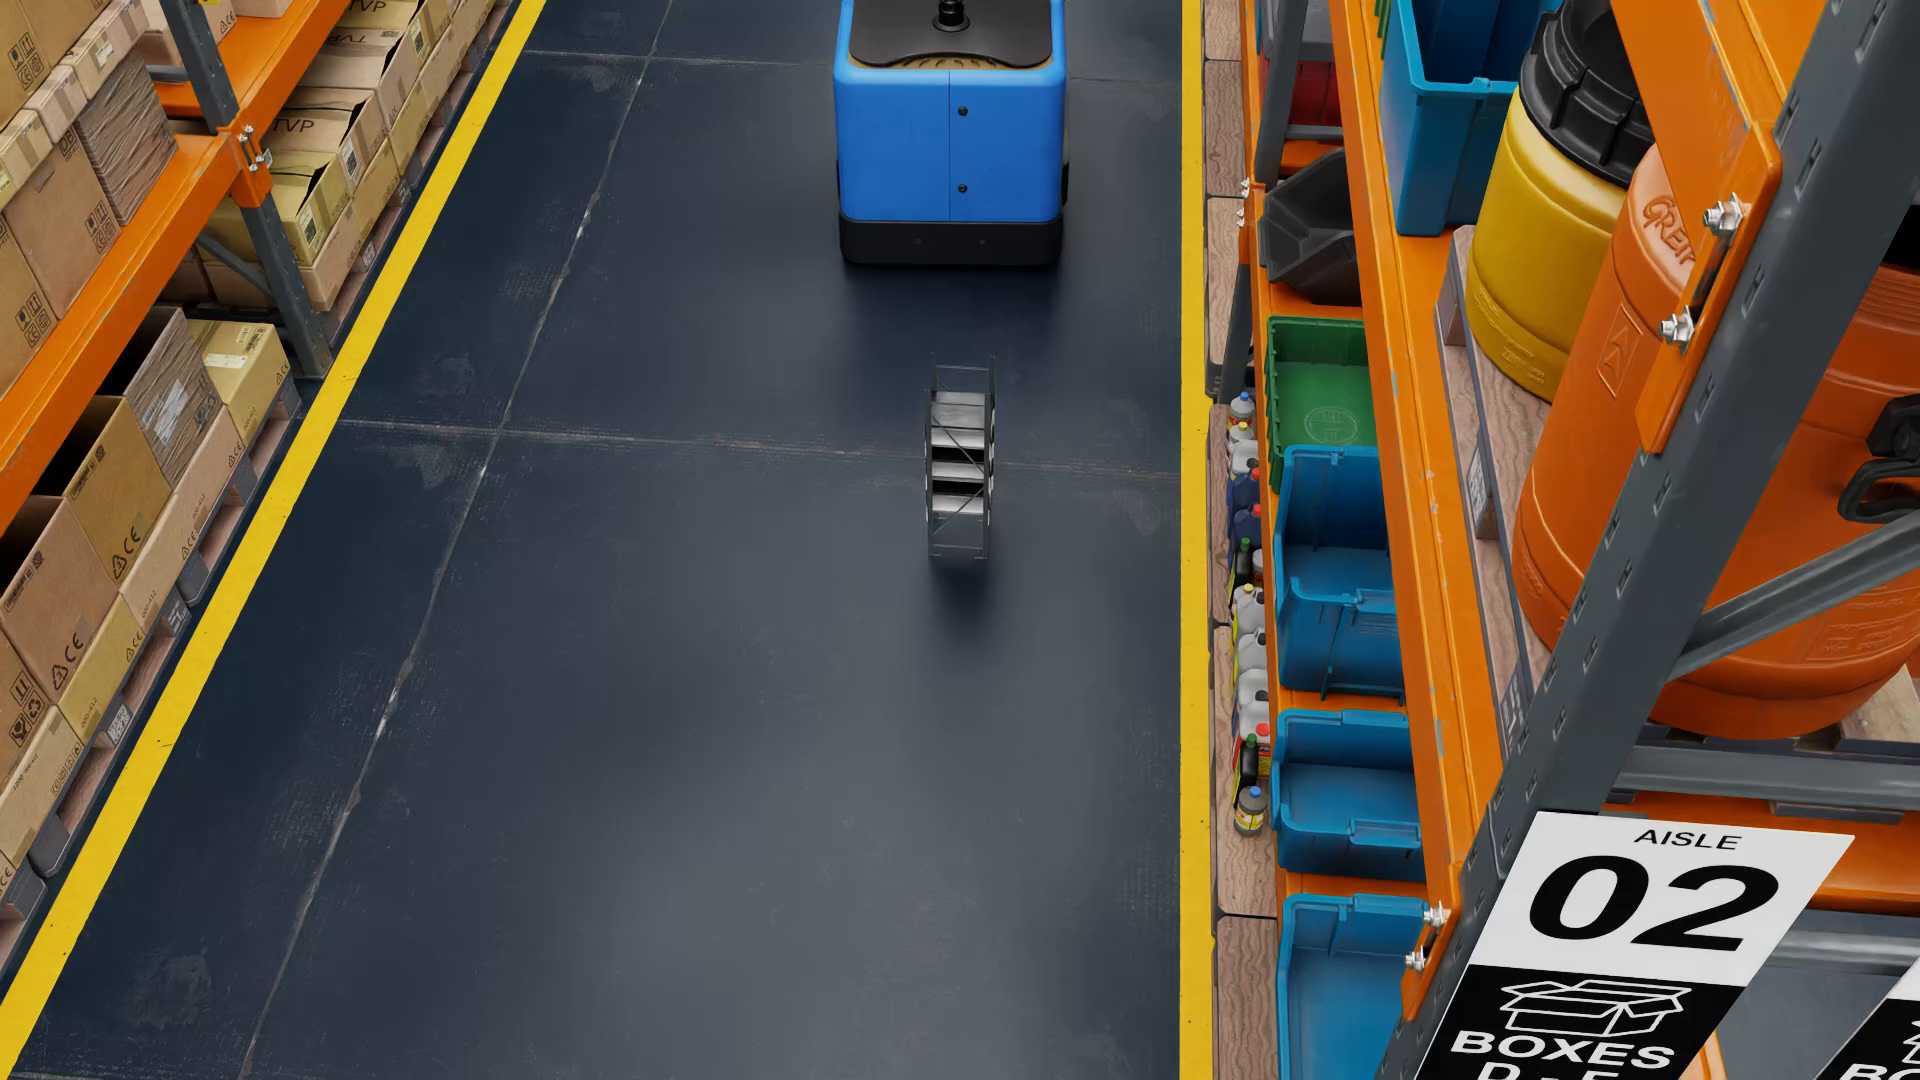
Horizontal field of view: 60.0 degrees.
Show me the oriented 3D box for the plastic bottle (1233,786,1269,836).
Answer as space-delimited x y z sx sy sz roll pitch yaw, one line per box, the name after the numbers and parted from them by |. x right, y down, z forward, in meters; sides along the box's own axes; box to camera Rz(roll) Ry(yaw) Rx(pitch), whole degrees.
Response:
0.969 0.889 5.528 0.097 0.201 0.097 0 48 0 | plastic bottle

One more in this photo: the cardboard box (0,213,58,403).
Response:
-3.455 -0.754 5.365 0.700 0.500 0.500 5 48 4 | cardboard box

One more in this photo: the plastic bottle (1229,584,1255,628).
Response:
1.050 0.239 6.122 0.097 0.201 0.097 0 48 0 | plastic bottle

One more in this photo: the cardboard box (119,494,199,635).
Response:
-3.240 0.074 6.254 0.500 0.250 0.500 4 48 4 | cardboard box

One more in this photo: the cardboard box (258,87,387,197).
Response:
-2.993 -1.860 7.643 0.500 0.311 0.500 3 48 3 | cardboard box

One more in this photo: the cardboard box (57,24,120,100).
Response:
-3.165 -1.660 5.754 0.380 0.149 0.250 3 48 3 | cardboard box

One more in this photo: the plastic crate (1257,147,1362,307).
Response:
1.429 -1.070 5.764 0.767 0.338 0.504 4 48 4 | plastic crate

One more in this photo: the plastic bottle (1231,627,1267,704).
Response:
1.043 0.432 5.845 0.144 0.351 0.185 6 48 5 | plastic bottle

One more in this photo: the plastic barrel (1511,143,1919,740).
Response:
1.156 -0.192 2.311 0.600 0.830 0.708 4 48 4 | plastic barrel

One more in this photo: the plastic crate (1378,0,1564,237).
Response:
1.112 -0.956 3.596 0.392 0.384 0.575 4 48 4 | plastic crate

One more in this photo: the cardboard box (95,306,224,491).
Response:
-3.211 -0.548 6.315 0.500 0.500 0.500 4 48 4 | cardboard box

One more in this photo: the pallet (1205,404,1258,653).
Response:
1.500 -0.035 6.665 1.003 0.211 1.213 4 48 4 | pallet

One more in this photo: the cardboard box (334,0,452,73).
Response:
-2.905 -2.623 8.341 0.500 0.311 0.500 5 48 5 | cardboard box

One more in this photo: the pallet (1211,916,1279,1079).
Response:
1.278 1.758 5.025 1.003 0.211 1.213 4 48 4 | pallet

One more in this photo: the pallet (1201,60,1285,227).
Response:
1.745 -2.004 8.466 1.003 0.211 1.213 4 48 4 | pallet

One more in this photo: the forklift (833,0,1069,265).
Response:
-0.019 -3.362 7.864 1.130 2.935 3.031 1 48 1 | forklift

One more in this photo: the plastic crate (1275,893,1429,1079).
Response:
0.986 1.135 3.806 0.499 0.251 0.616 4 48 4 | plastic crate

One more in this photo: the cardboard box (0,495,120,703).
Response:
-3.284 0.189 5.641 0.500 0.500 0.500 4 48 4 | cardboard box

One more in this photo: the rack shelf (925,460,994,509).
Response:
0.001 -0.226 6.540 0.258 0.077 0.200 4 48 4 | rack shelf

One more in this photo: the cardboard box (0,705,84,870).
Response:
-3.336 0.809 5.582 0.500 0.250 0.500 4 48 4 | cardboard box

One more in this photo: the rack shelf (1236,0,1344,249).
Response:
1.785 -2.694 7.694 1.077 0.370 4.000 4 48 4 | rack shelf

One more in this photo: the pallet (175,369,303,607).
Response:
-3.444 -0.280 6.889 1.003 0.211 1.213 4 48 4 | pallet

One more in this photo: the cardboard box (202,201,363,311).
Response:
-3.046 -1.296 7.508 0.500 0.250 0.500 3 48 3 | cardboard box

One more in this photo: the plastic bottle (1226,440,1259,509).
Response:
1.135 -0.252 6.521 0.152 0.276 0.135 5 48 5 | plastic bottle

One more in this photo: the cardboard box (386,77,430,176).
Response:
-2.953 -2.053 8.199 0.500 0.250 0.500 3 48 2 | cardboard box

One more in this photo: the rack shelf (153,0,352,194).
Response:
-3.147 -3.030 8.002 1.077 0.370 4.000 4 48 4 | rack shelf

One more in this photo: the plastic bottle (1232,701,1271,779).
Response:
1.020 0.681 5.668 0.152 0.276 0.135 4 48 4 | plastic bottle

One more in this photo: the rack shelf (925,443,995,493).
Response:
0.001 -0.287 6.474 0.258 0.077 0.200 4 48 4 | rack shelf

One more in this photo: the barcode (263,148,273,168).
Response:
-2.891 -1.591 6.944 0.001 0.075 0.075 4 48 4 | barcode

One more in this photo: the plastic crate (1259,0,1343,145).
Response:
1.342 -1.865 6.405 0.402 0.464 0.583 4 48 4 | plastic crate

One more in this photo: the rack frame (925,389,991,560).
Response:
-0.009 -0.235 6.381 0.240 0.900 0.006 4 48 4 | rack frame

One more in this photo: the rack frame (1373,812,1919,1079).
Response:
1.239 1.472 3.396 1.000 3.000 0.127 4 48 4 | rack frame

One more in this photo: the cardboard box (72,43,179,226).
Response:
-3.363 -1.510 6.057 0.700 0.500 0.500 3 48 3 | cardboard box

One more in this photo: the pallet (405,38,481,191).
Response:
-3.192 -2.305 8.741 1.003 0.211 1.213 4 48 4 | pallet

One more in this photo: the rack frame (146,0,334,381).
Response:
-3.329 -1.803 6.392 1.000 3.000 0.127 4 48 4 | rack frame

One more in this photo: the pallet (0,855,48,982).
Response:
-3.666 1.513 5.249 1.003 0.211 1.213 4 48 4 | pallet

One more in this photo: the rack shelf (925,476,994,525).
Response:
0.001 -0.166 6.607 0.258 0.077 0.200 4 48 4 | rack shelf

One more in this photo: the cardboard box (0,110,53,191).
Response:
-3.210 -1.274 5.401 0.380 0.149 0.250 4 48 3 | cardboard box

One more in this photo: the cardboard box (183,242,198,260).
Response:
-3.578 -1.523 7.335 0.500 0.311 0.500 4 48 4 | cardboard box

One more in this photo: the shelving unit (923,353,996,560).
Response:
0.001 -0.310 6.449 0.258 0.900 0.210 4 48 4 | shelving unit

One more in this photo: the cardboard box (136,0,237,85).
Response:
-3.328 -2.117 6.781 0.500 0.250 0.500 7 48 6 | cardboard box

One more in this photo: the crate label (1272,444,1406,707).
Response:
1.137 0.090 4.637 0.502 0.435 0.616 4 48 4 | crate label

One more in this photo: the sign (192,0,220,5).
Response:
-2.776 -2.085 6.010 0.100 0.325 0.005 4 48 4 | sign

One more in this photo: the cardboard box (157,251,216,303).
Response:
-3.580 -1.341 7.548 0.500 0.250 0.500 3 48 3 | cardboard box

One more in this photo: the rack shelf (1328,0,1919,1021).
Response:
1.421 -0.767 3.899 1.077 0.370 4.000 4 48 4 | rack shelf

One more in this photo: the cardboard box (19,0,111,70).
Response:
-3.363 -1.948 5.578 0.700 0.500 0.500 4 48 4 | cardboard box

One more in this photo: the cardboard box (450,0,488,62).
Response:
-2.862 -2.804 8.887 0.500 0.250 0.500 5 48 4 | cardboard box

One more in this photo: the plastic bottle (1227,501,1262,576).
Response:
1.099 -0.017 6.256 0.144 0.351 0.185 2 48 2 | plastic bottle

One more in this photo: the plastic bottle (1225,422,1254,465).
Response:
1.128 -0.392 6.700 0.097 0.201 0.097 0 48 0 | plastic bottle

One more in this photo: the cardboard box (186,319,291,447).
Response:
-3.154 -0.661 6.927 0.500 0.250 0.500 4 48 4 | cardboard box
